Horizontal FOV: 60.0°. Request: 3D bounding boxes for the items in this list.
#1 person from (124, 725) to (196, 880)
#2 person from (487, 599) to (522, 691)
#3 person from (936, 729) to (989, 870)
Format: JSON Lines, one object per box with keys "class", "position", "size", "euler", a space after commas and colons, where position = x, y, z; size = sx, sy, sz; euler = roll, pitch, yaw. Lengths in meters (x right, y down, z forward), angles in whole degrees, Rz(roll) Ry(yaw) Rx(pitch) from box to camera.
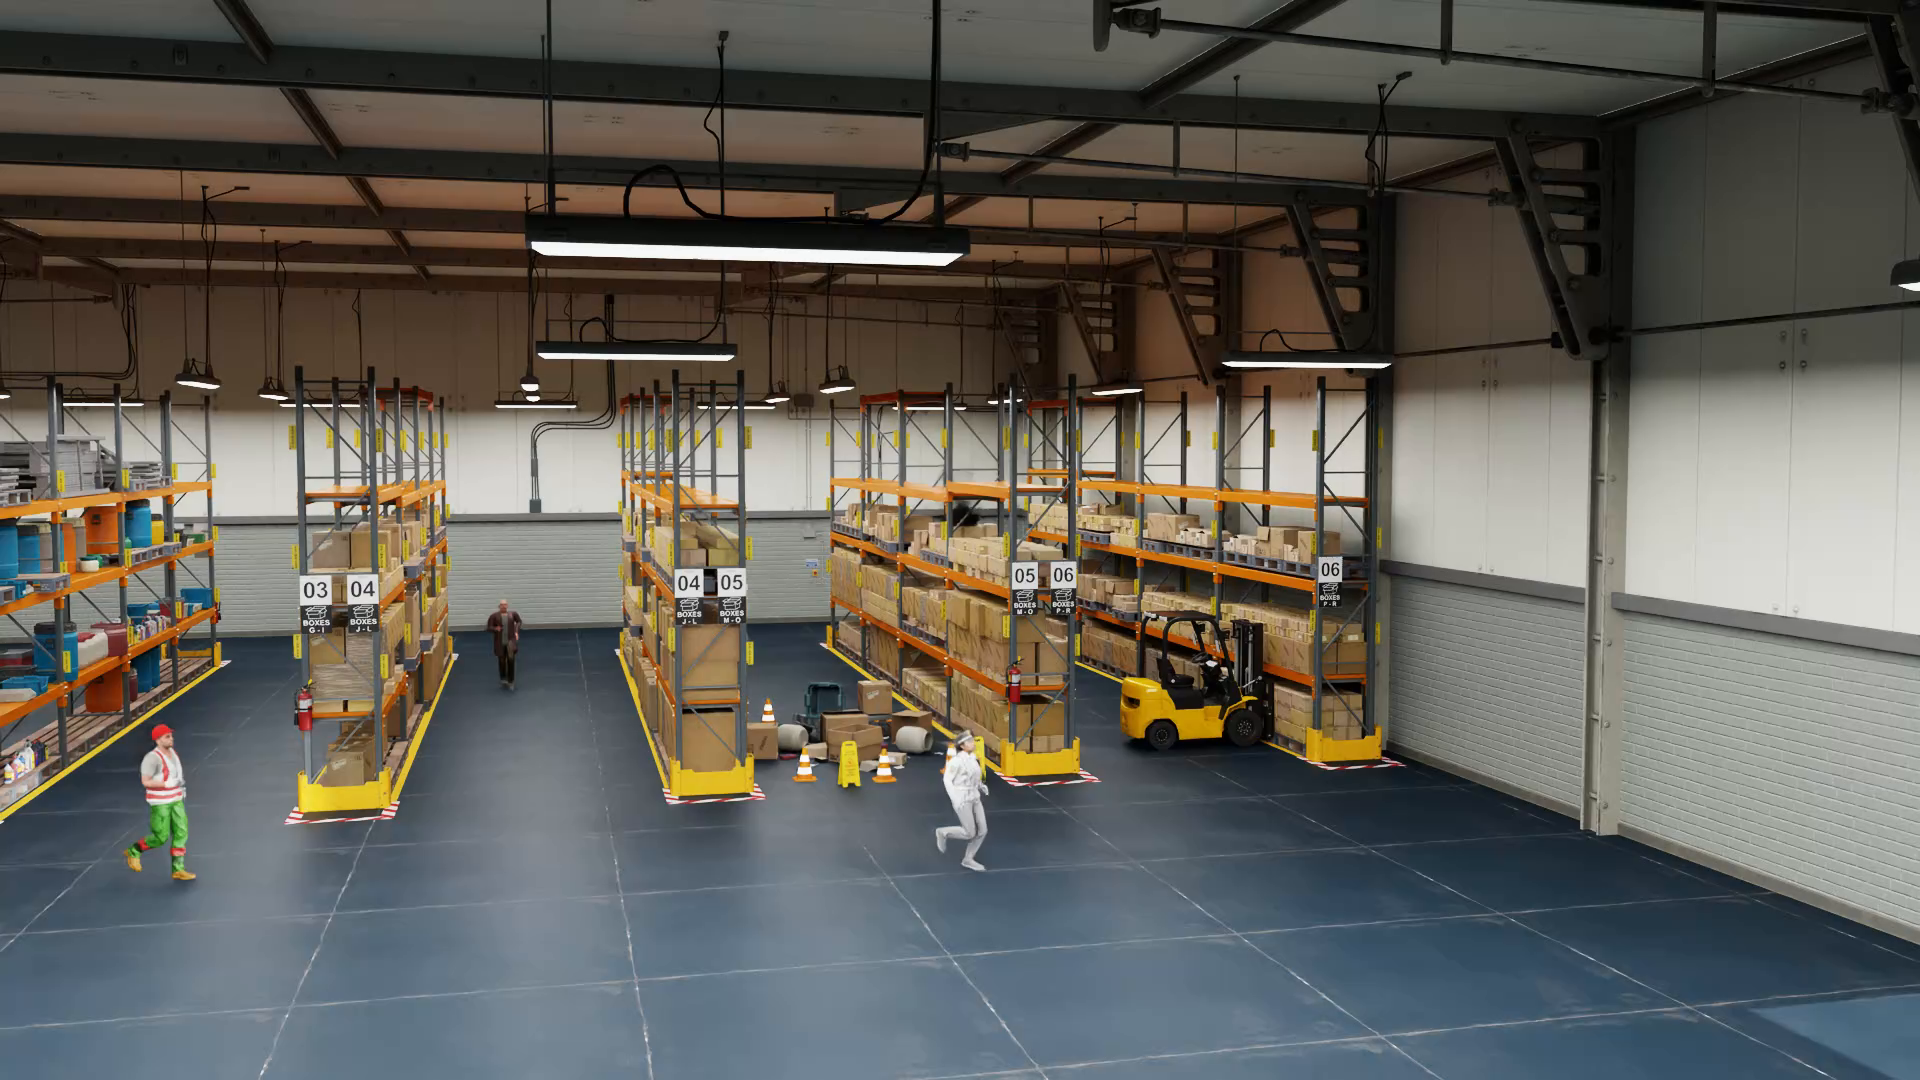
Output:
{"class": "person", "position": [-9.100, 2.979, 18.934], "size": [0.847, 1.764, 0.664], "euler": [1, 3, 11]}
{"class": "person", "position": [-9.204, 2.117, 33.598], "size": [0.687, 1.851, 0.867], "euler": [-1, 4, -15]}
{"class": "person", "position": [0.039, 3.025, 19.471], "size": [0.588, 1.633, 0.622], "euler": [2, 4, 34]}
